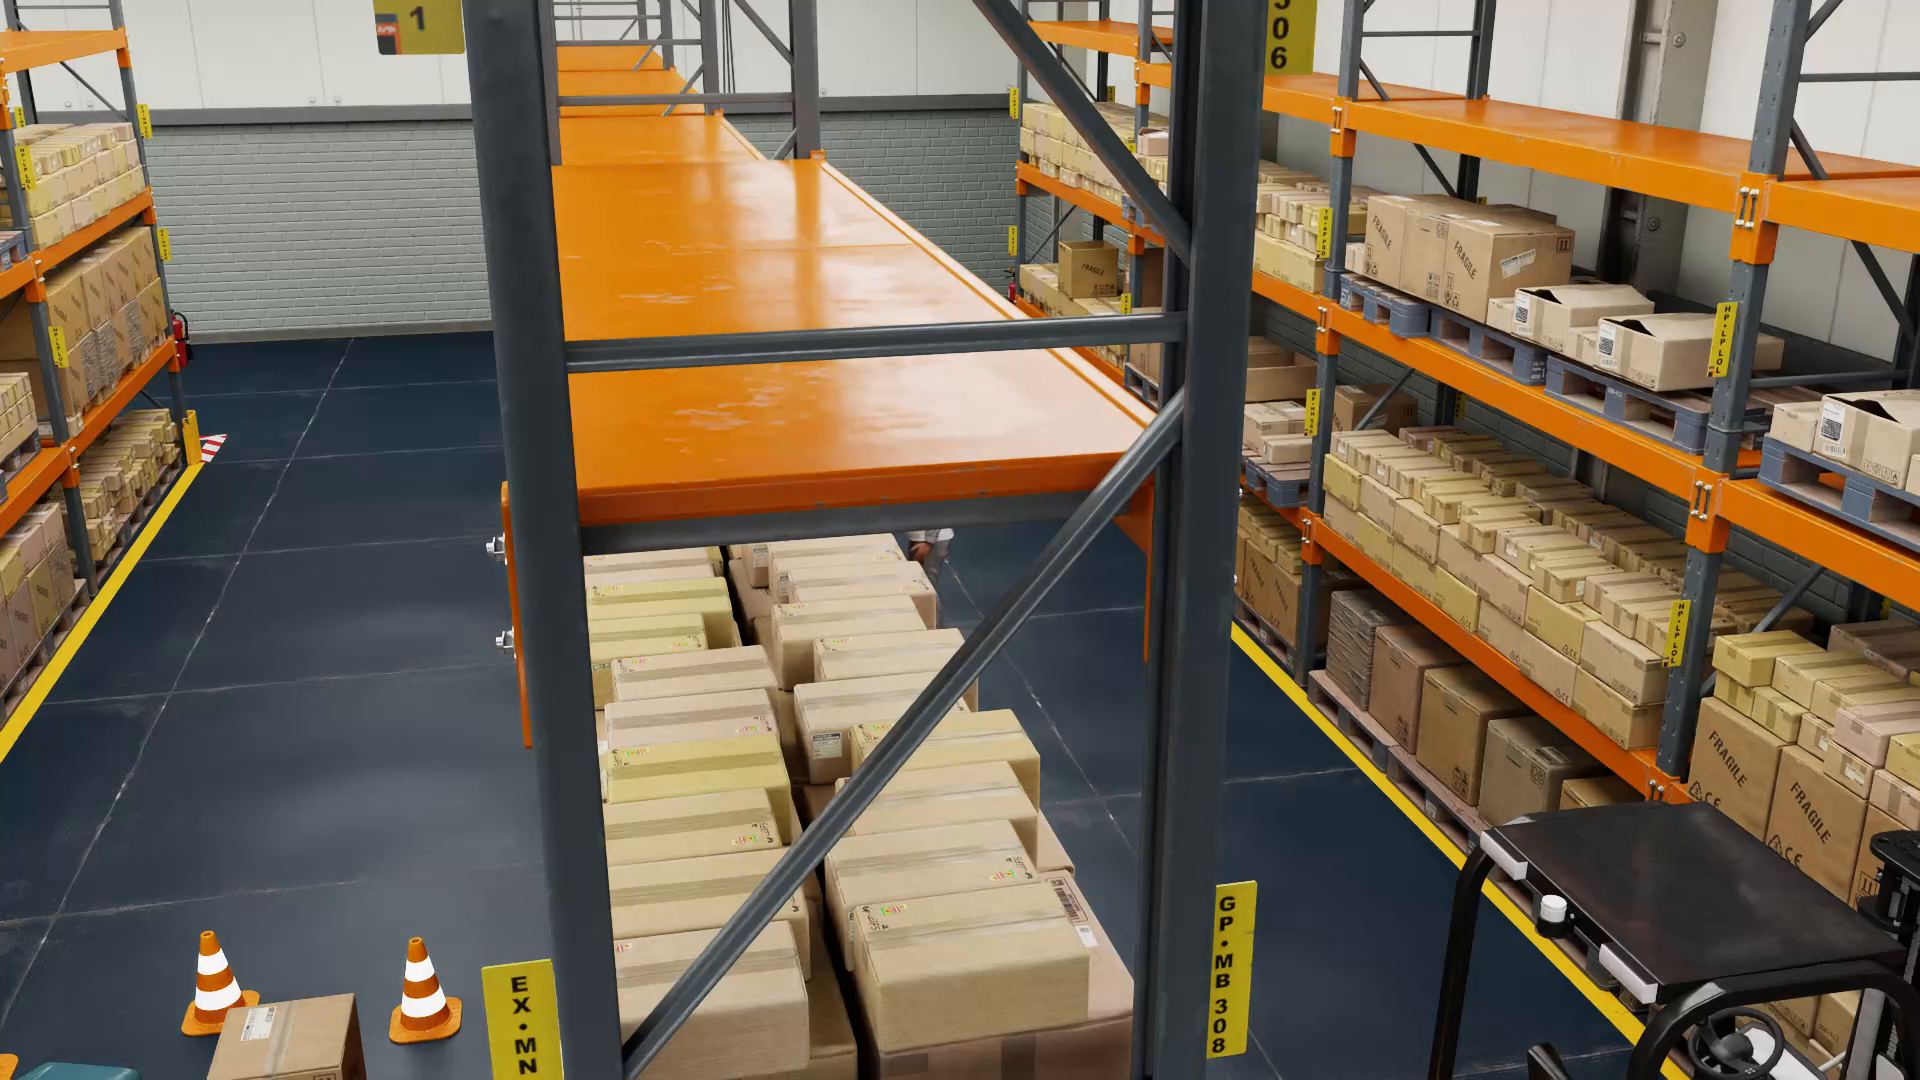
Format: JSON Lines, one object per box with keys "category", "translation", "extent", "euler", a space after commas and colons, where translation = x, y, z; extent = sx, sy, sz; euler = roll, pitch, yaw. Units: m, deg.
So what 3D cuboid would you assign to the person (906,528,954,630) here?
{"category": "person", "translation": [-0.246, -0.026, 12.447], "extent": [0.378, 1.760, 0.538], "euler": [-4, 20, -11]}
